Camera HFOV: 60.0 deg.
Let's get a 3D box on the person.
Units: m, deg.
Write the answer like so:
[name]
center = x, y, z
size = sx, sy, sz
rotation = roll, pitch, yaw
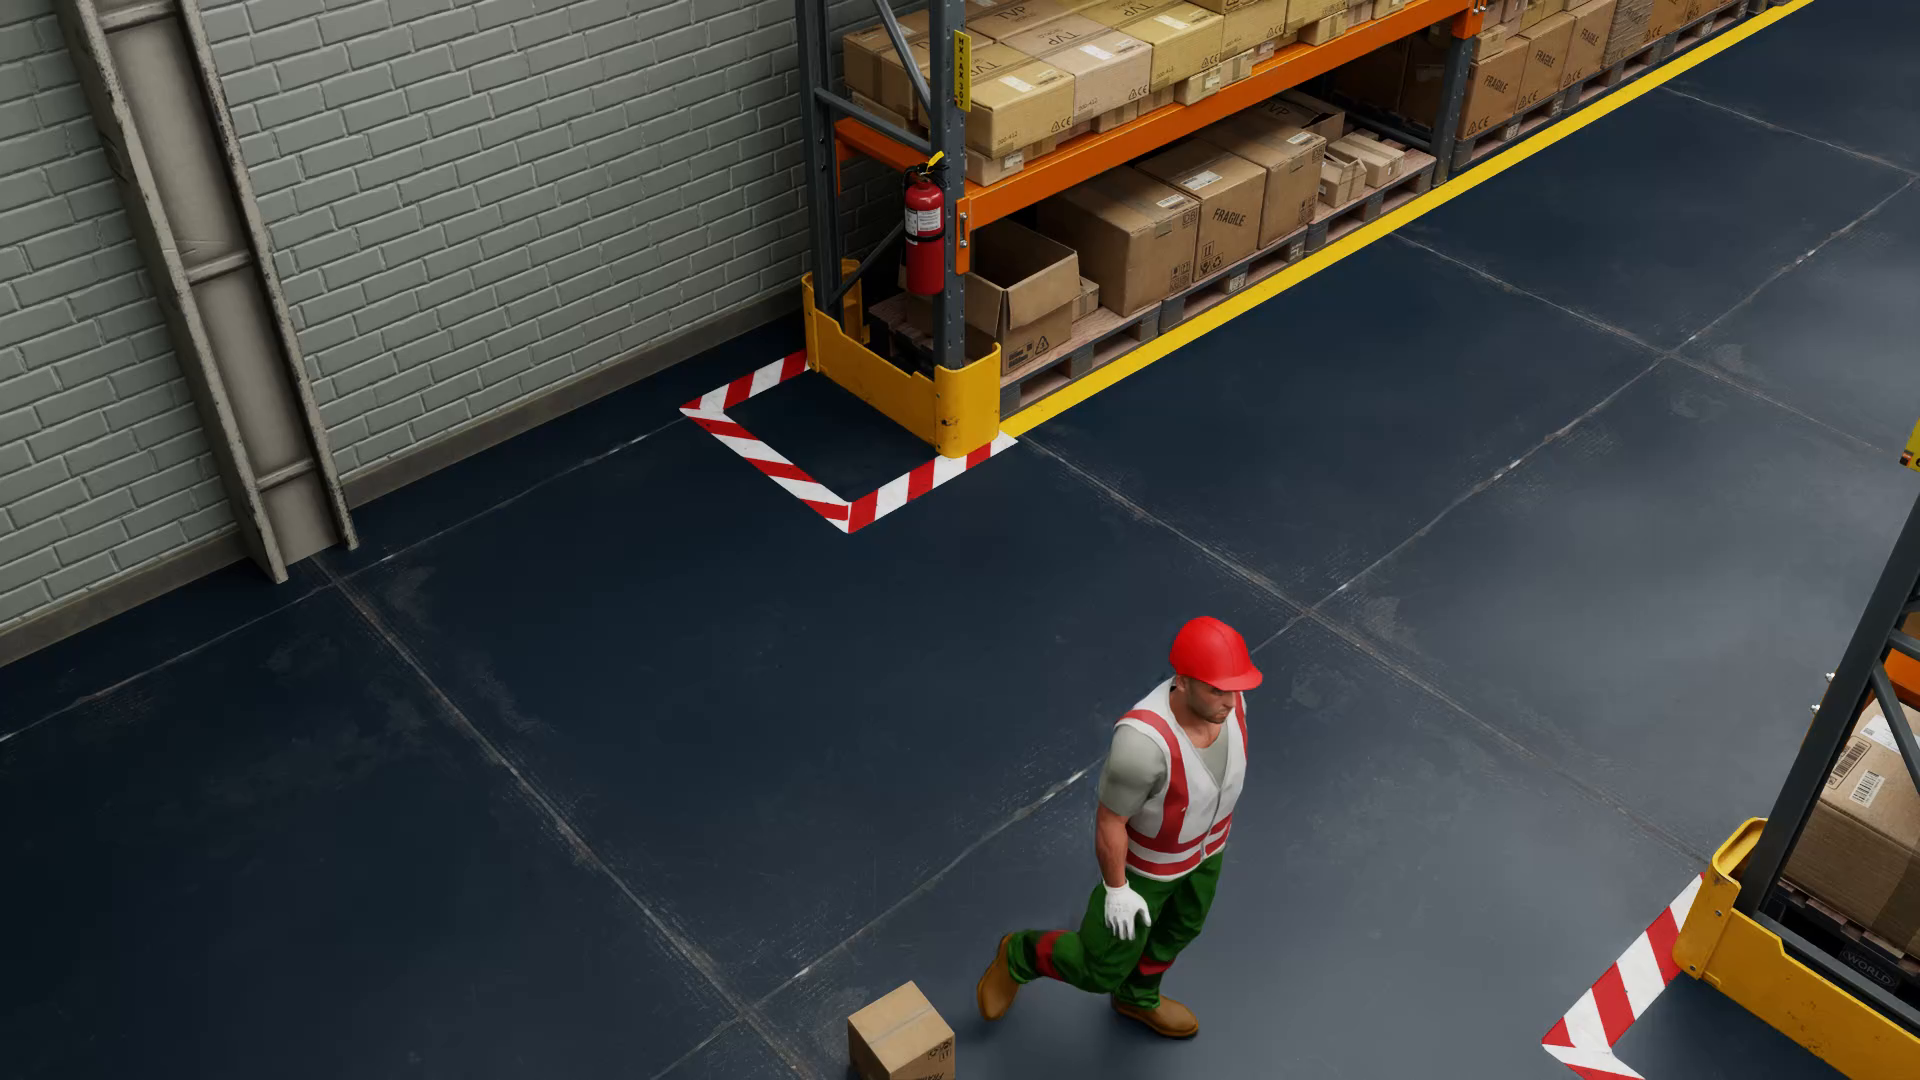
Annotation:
[person]
center = 0.477, 0.911, 5.031
size = 0.747, 1.774, 0.614
rotation = -28, 47, -30
